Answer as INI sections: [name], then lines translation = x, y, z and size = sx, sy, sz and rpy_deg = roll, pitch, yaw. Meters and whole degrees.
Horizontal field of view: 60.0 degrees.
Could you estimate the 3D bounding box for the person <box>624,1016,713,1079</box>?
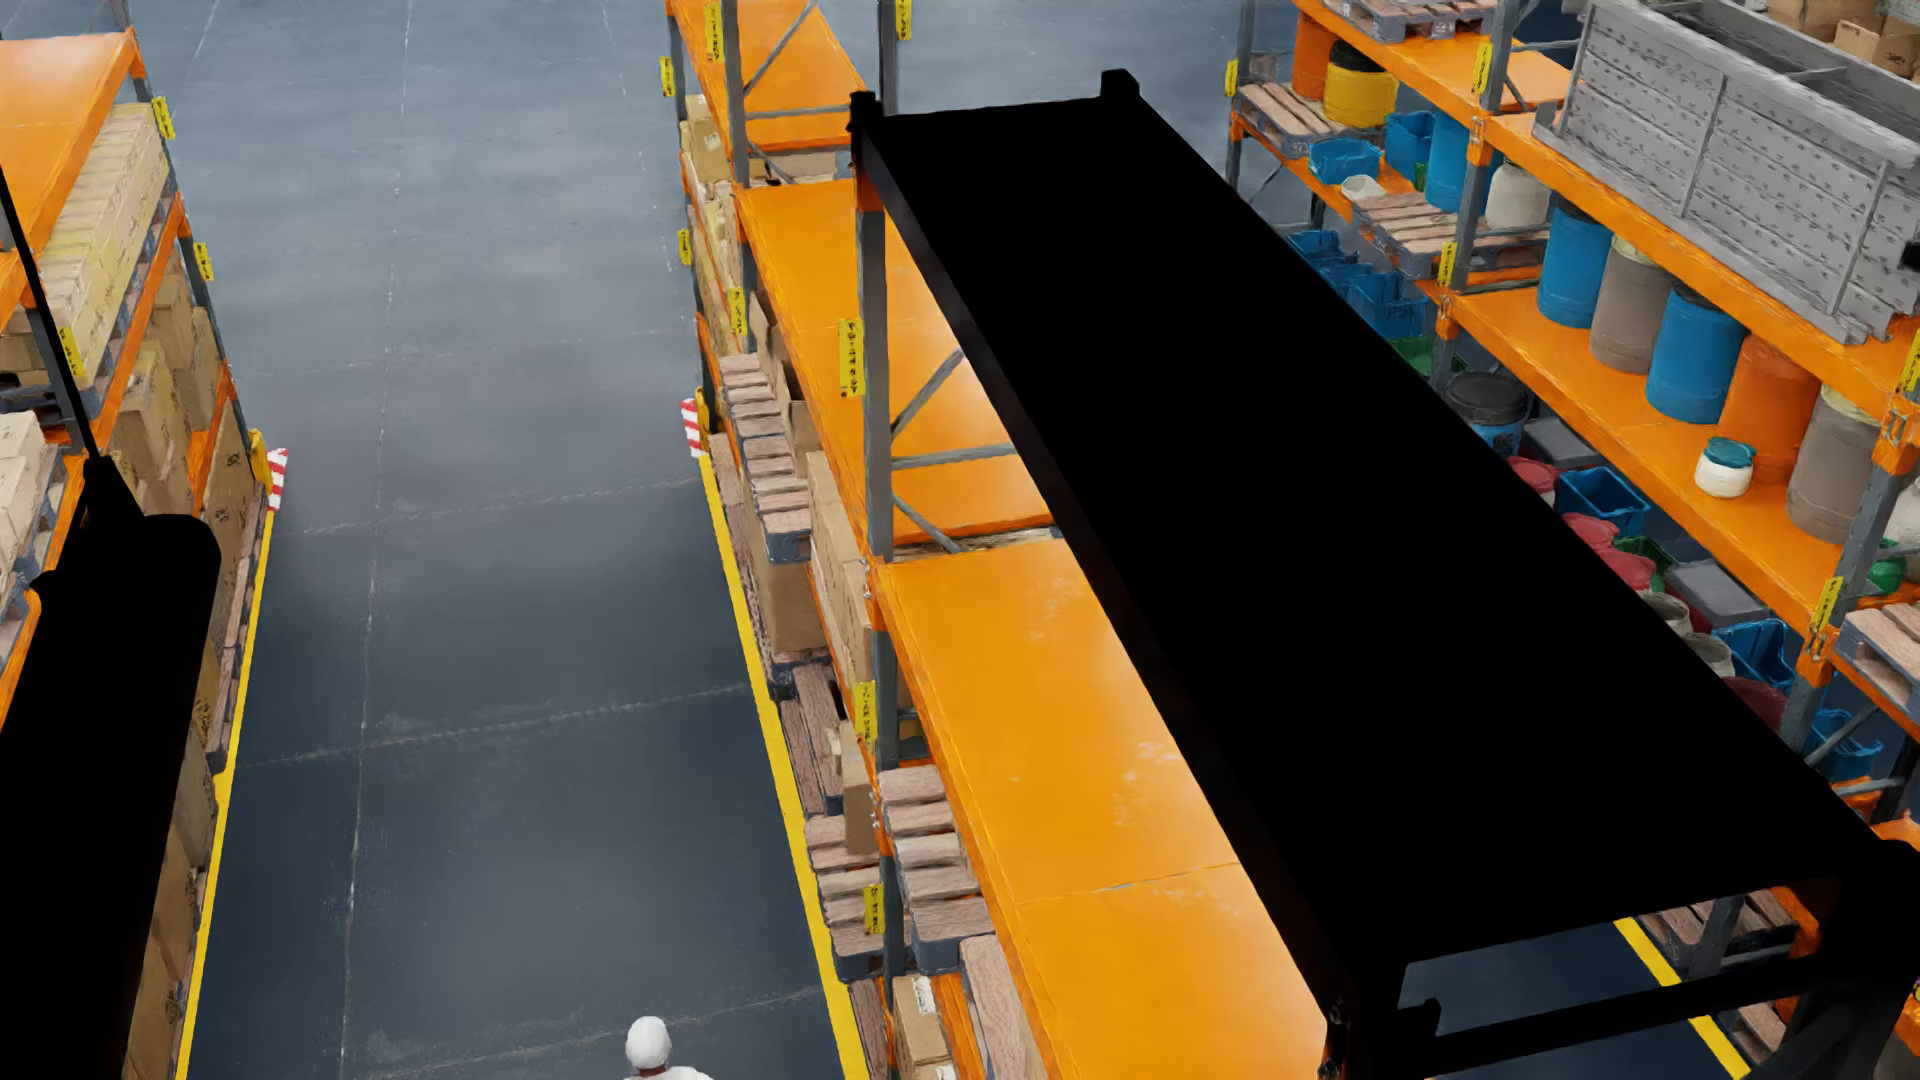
[person]
translation = -1.422, 3.049, 8.144
size = 0.719, 1.713, 0.578
rpy_deg = -9, 36, -13
